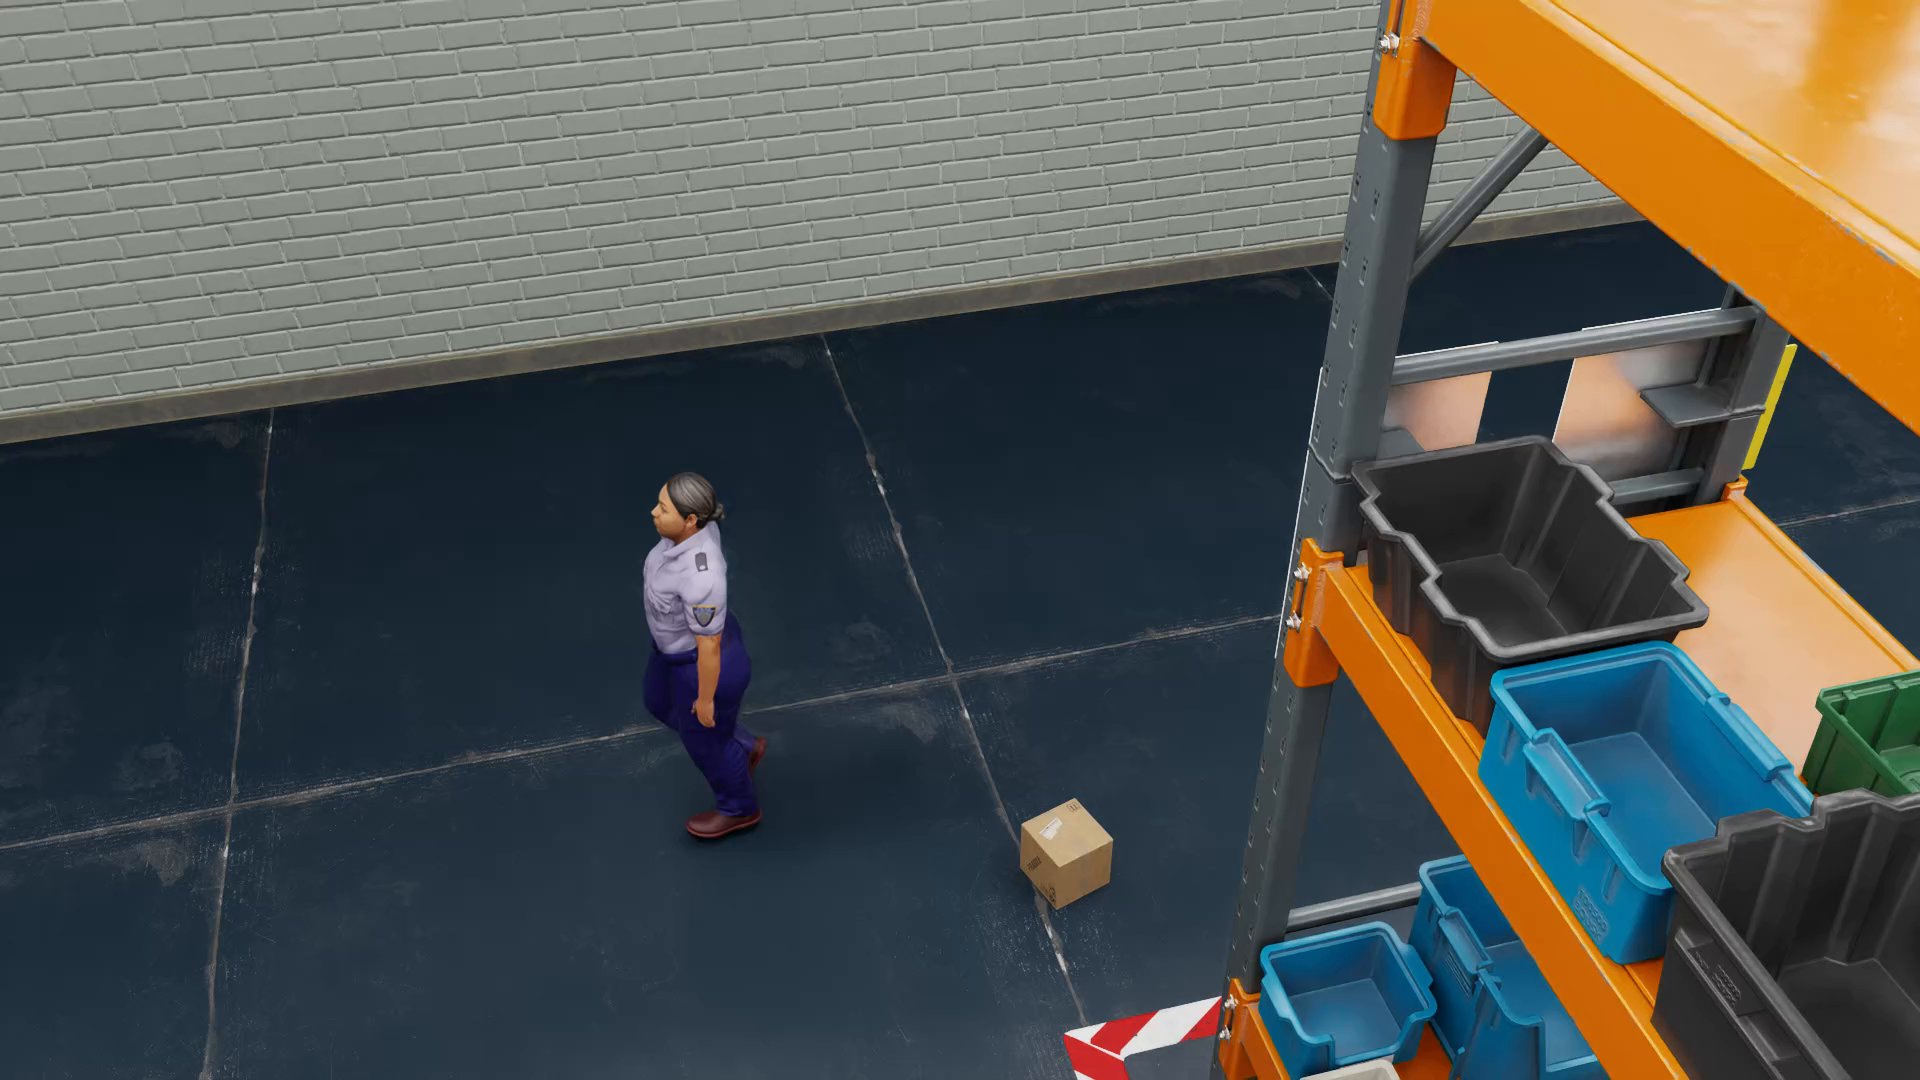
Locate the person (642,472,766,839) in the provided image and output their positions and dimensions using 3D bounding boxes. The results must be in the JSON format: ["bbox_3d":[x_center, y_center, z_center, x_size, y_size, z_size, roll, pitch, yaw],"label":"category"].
[{"bbox_3d":[-0.966,0.447,6.146,0.449,1.659,0.506,-9,39,-11],"label":"person"}]
